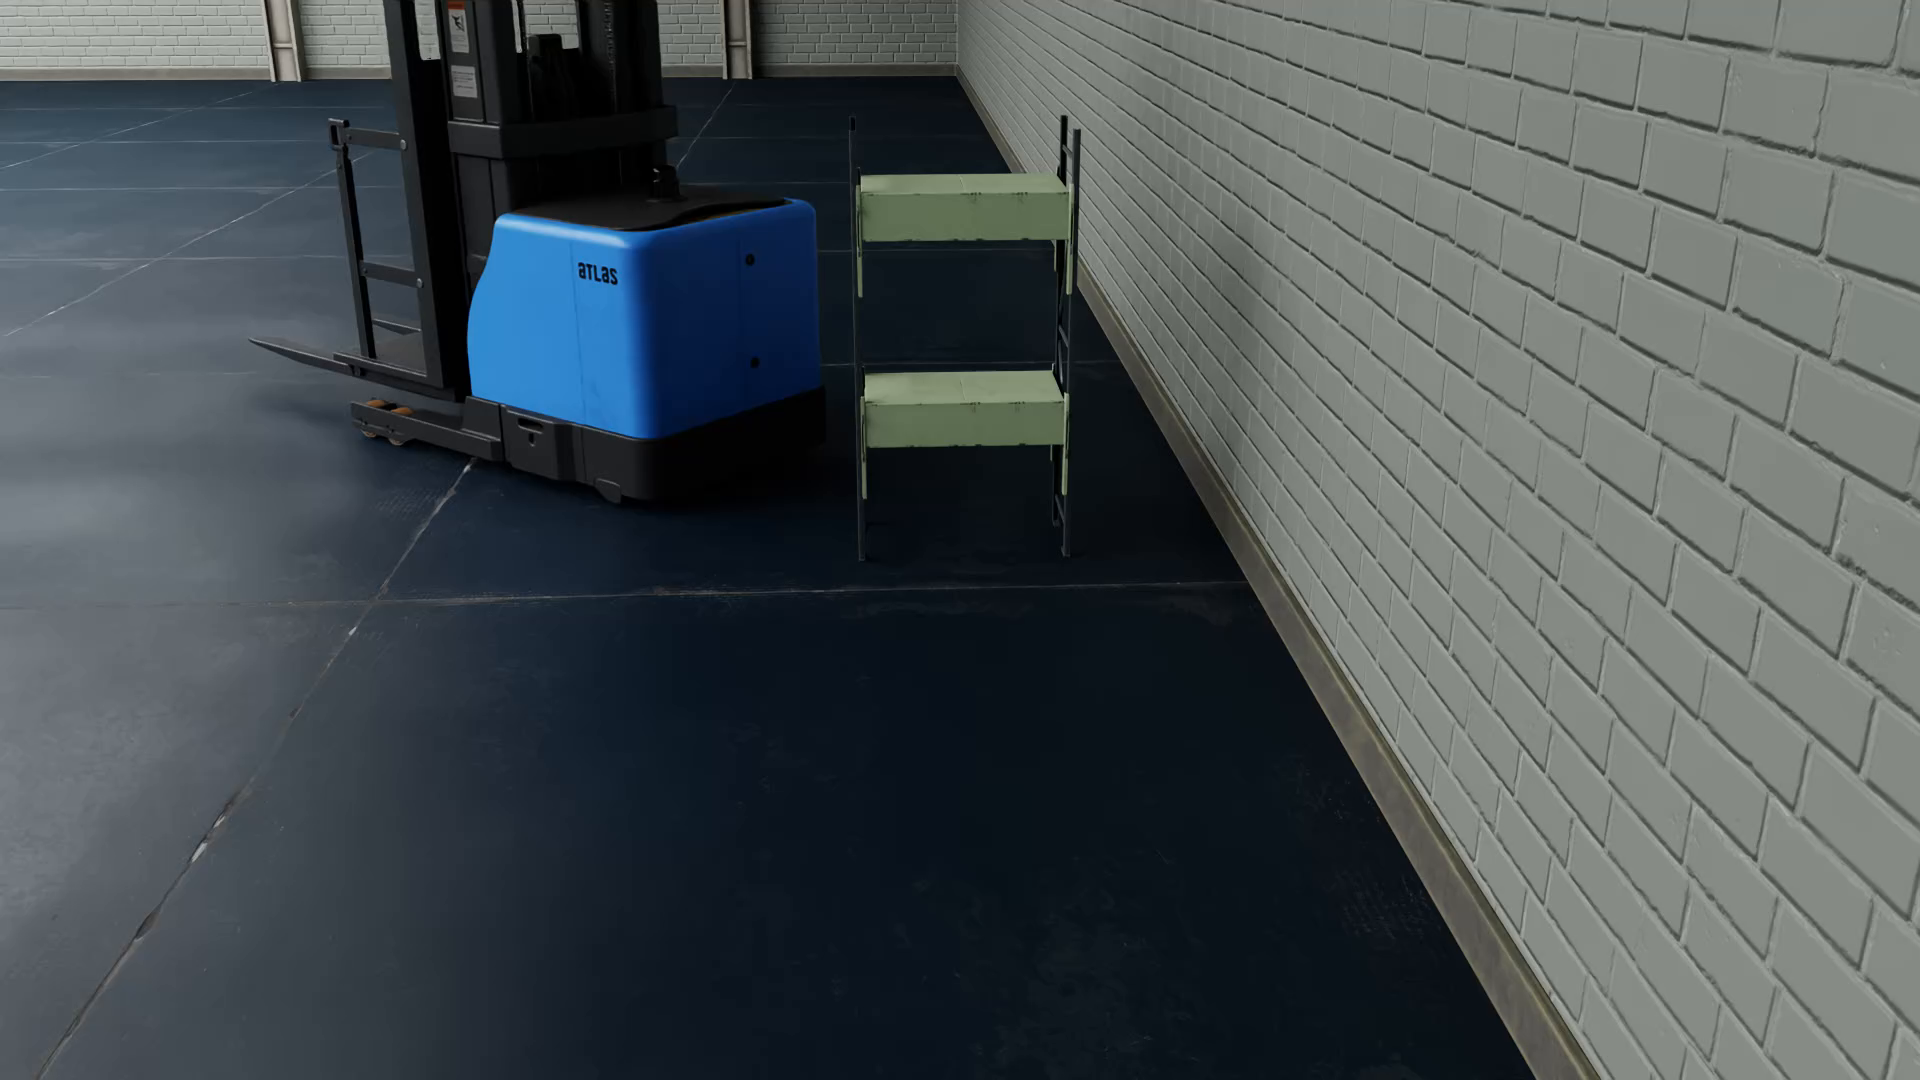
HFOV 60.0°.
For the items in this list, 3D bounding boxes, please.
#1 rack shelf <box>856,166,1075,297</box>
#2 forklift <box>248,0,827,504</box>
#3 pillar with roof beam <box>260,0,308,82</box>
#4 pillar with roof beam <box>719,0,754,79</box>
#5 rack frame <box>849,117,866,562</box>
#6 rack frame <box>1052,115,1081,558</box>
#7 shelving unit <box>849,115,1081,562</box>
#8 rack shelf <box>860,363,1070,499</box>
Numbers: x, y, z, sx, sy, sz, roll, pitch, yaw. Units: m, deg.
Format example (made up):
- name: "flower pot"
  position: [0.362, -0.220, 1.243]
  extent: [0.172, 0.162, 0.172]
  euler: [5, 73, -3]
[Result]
- name: "rack shelf"
  position: [0.007, -1.066, 5.716]
  extent: [0.720, 0.370, 0.431]
  euler: [-1, 21, -3]
- name: "forklift"
  position: [-2.046, -1.910, 7.018]
  extent: [3.031, 2.935, 1.130]
  euler: [15, 25, 34]
- name: "pillar with roof beam"
  position: [-8.760, -8.856, 16.735]
  extent: [0.400, 9.000, 9.100]
  euler: [-1, 21, -3]
- name: "pillar with roof beam"
  position: [-2.770, -8.978, 17.055]
  extent: [0.400, 9.000, 9.100]
  euler: [-1, 21, -3]
- name: "rack frame"
  position: [-0.359, -0.694, 5.835]
  extent: [0.023, 1.500, 0.400]
  euler: [-1, 21, -3]
- name: "rack frame"
  position: [0.372, -0.708, 5.874]
  extent: [0.023, 1.500, 0.400]
  euler: [-1, 21, -3]
- name: "shelving unit"
  position: [0.007, -0.701, 5.854]
  extent: [0.755, 1.500, 0.431]
  euler: [-1, 21, -3]
- name: "rack shelf"
  position: [0.007, -0.396, 5.970]
  extent: [0.720, 0.370, 0.431]
  euler: [-1, 21, -3]
